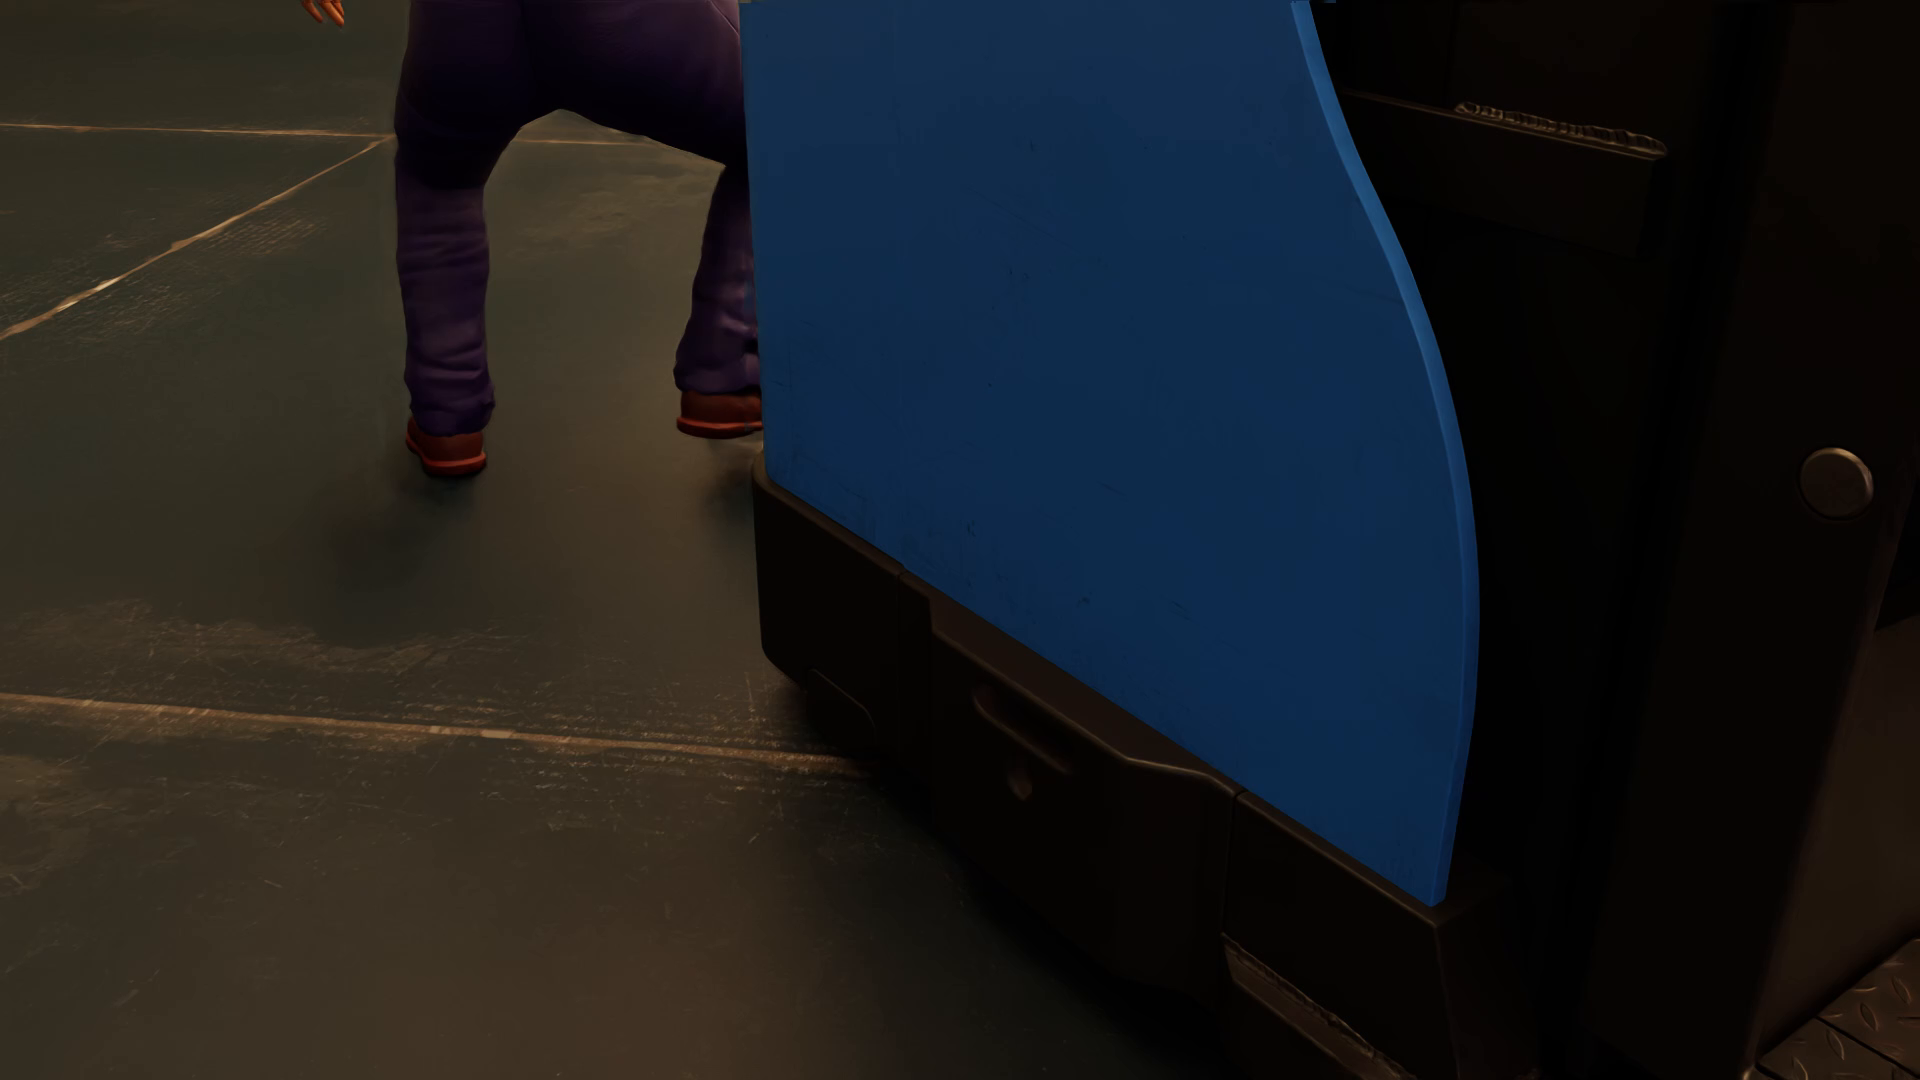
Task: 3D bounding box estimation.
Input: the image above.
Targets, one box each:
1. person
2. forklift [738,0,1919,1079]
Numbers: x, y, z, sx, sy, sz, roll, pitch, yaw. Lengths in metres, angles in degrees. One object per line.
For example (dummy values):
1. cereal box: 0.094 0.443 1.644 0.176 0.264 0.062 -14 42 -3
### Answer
1. person: -0.568 -0.809 2.412 0.868 1.545 0.492 4 27 9
2. forklift: 1.034 -0.730 0.679 1.130 2.935 3.031 -18 32 -32
